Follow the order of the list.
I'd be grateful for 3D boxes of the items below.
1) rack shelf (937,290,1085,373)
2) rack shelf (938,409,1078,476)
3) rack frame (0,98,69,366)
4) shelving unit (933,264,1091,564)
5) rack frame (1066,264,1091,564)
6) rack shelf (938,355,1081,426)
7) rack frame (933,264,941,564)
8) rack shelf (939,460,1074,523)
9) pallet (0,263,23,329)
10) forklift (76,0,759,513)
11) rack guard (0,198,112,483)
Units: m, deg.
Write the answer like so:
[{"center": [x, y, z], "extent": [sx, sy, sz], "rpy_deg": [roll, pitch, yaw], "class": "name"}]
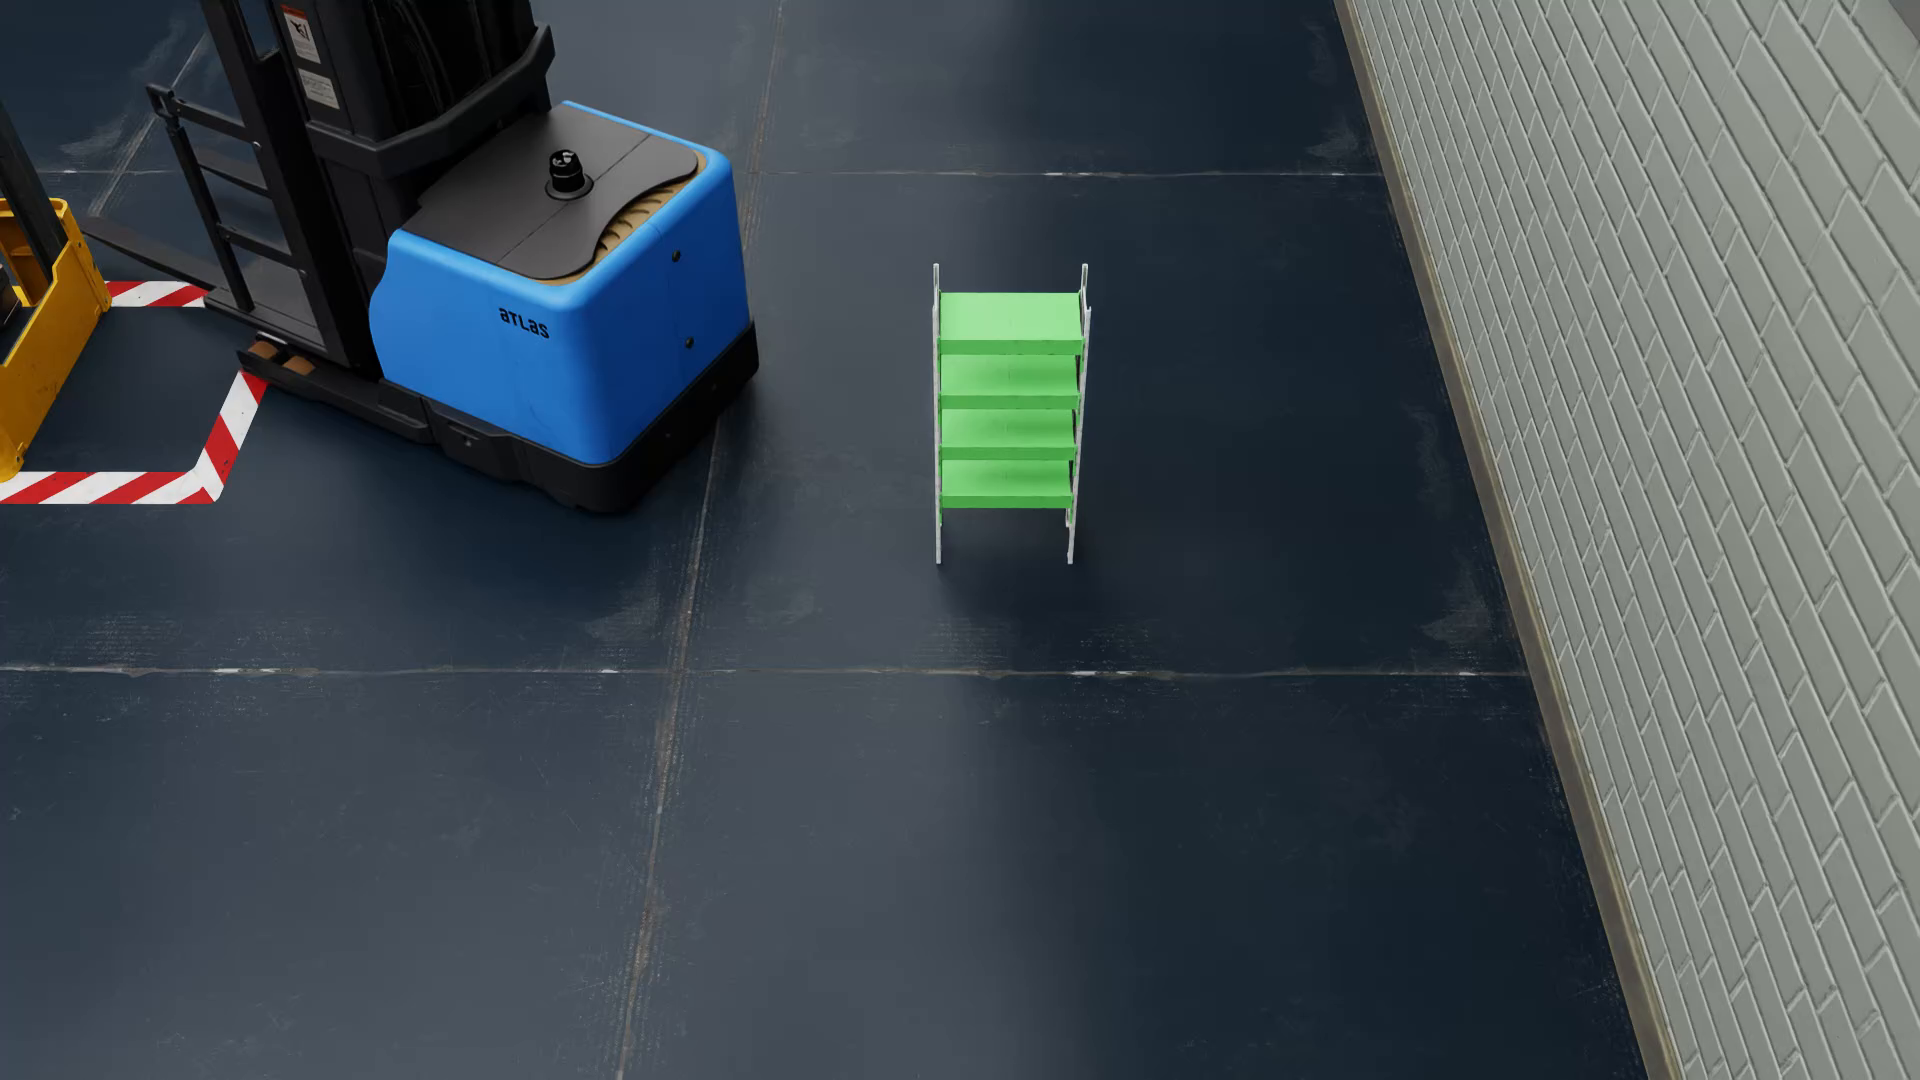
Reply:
[{"center": [0.166, -0.692, 5.506], "extent": [0.480, 0.148, 0.258], "rpy_deg": [0, 47, 0], "class": "rack shelf"}, {"center": [0.166, -0.365, 5.857], "extent": [0.480, 0.148, 0.258], "rpy_deg": [0, 47, 0], "class": "rack shelf"}, {"center": [-3.773, -1.667, 5.753], "extent": [0.127, 3.000, 1.000], "rpy_deg": [0, 47, 0], "class": "rack frame"}, {"center": [0.166, -0.408, 5.810], "extent": [0.503, 1.200, 0.258], "rpy_deg": [0, 47, 0], "class": "shelving unit"}, {"center": [0.410, -0.408, 5.810], "extent": [0.015, 1.200, 0.240], "rpy_deg": [0, 47, 0], "class": "rack frame"}, {"center": [0.166, -0.528, 5.681], "extent": [0.480, 0.148, 0.258], "rpy_deg": [0, 47, 0], "class": "rack shelf"}, {"center": [-0.078, -0.409, 5.811], "extent": [0.015, 1.200, 0.240], "rpy_deg": [0, 47, 0], "class": "rack frame"}, {"center": [0.166, -0.201, 6.033], "extent": [0.480, 0.148, 0.258], "rpy_deg": [0, 47, 0], "class": "rack shelf"}, {"center": [-4.661, -0.746, 6.800], "extent": [1.213, 0.211, 1.003], "rpy_deg": [0, 47, 0], "class": "pallet"}, {"center": [-2.364, -1.897, 6.013], "extent": [3.031, 2.935, 1.130], "rpy_deg": [22, 51, 19], "class": "forklift"}, {"center": [-3.849, -0.816, 6.668], "extent": [0.348, 0.500, 1.175], "rpy_deg": [0, 47, 0], "class": "rack guard"}]
